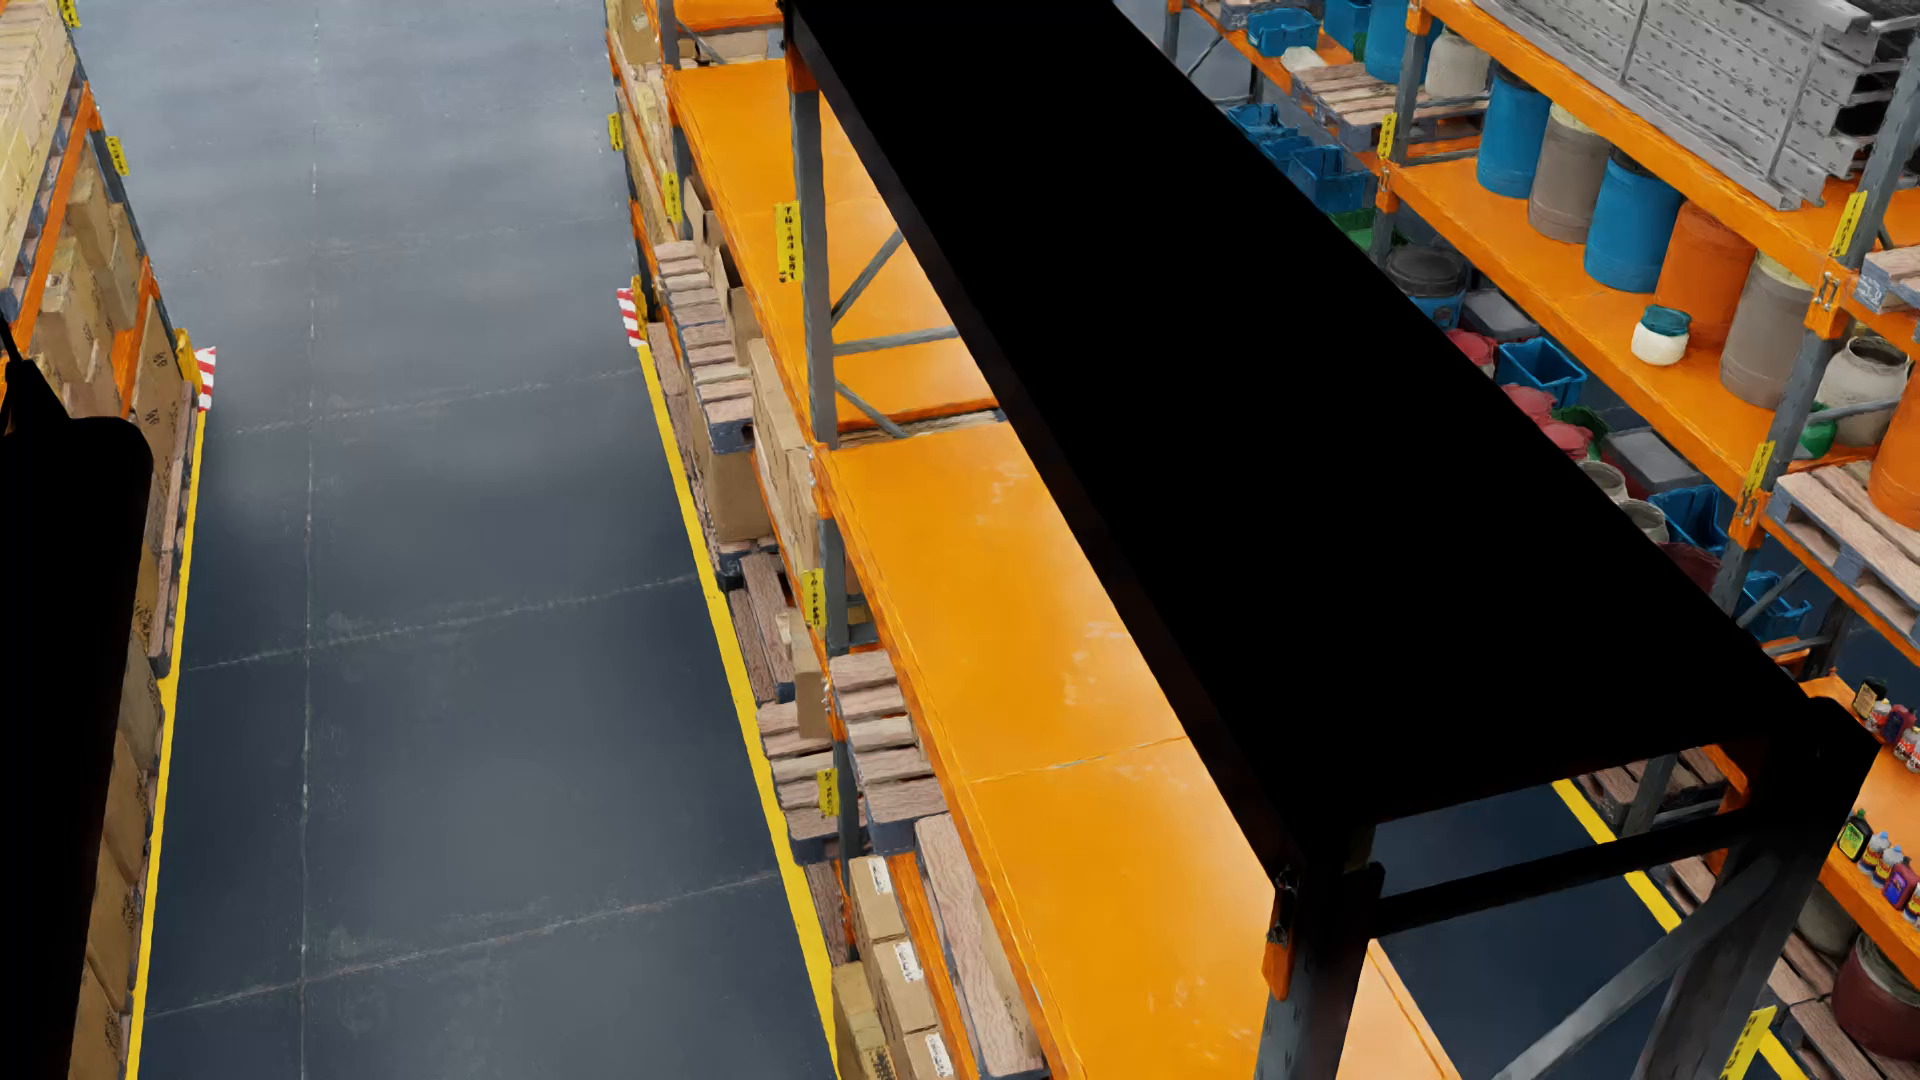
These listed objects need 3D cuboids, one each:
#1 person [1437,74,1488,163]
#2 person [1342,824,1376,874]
[{"bbox_3d":[4.911,-3.845,16.412,0.475,1.576,0.475,15,41,18],"label":"person"},{"bbox_3d":[2.345,1.322,9.725,0.517,1.779,0.634,-30,47,-32],"label":"person"}]
